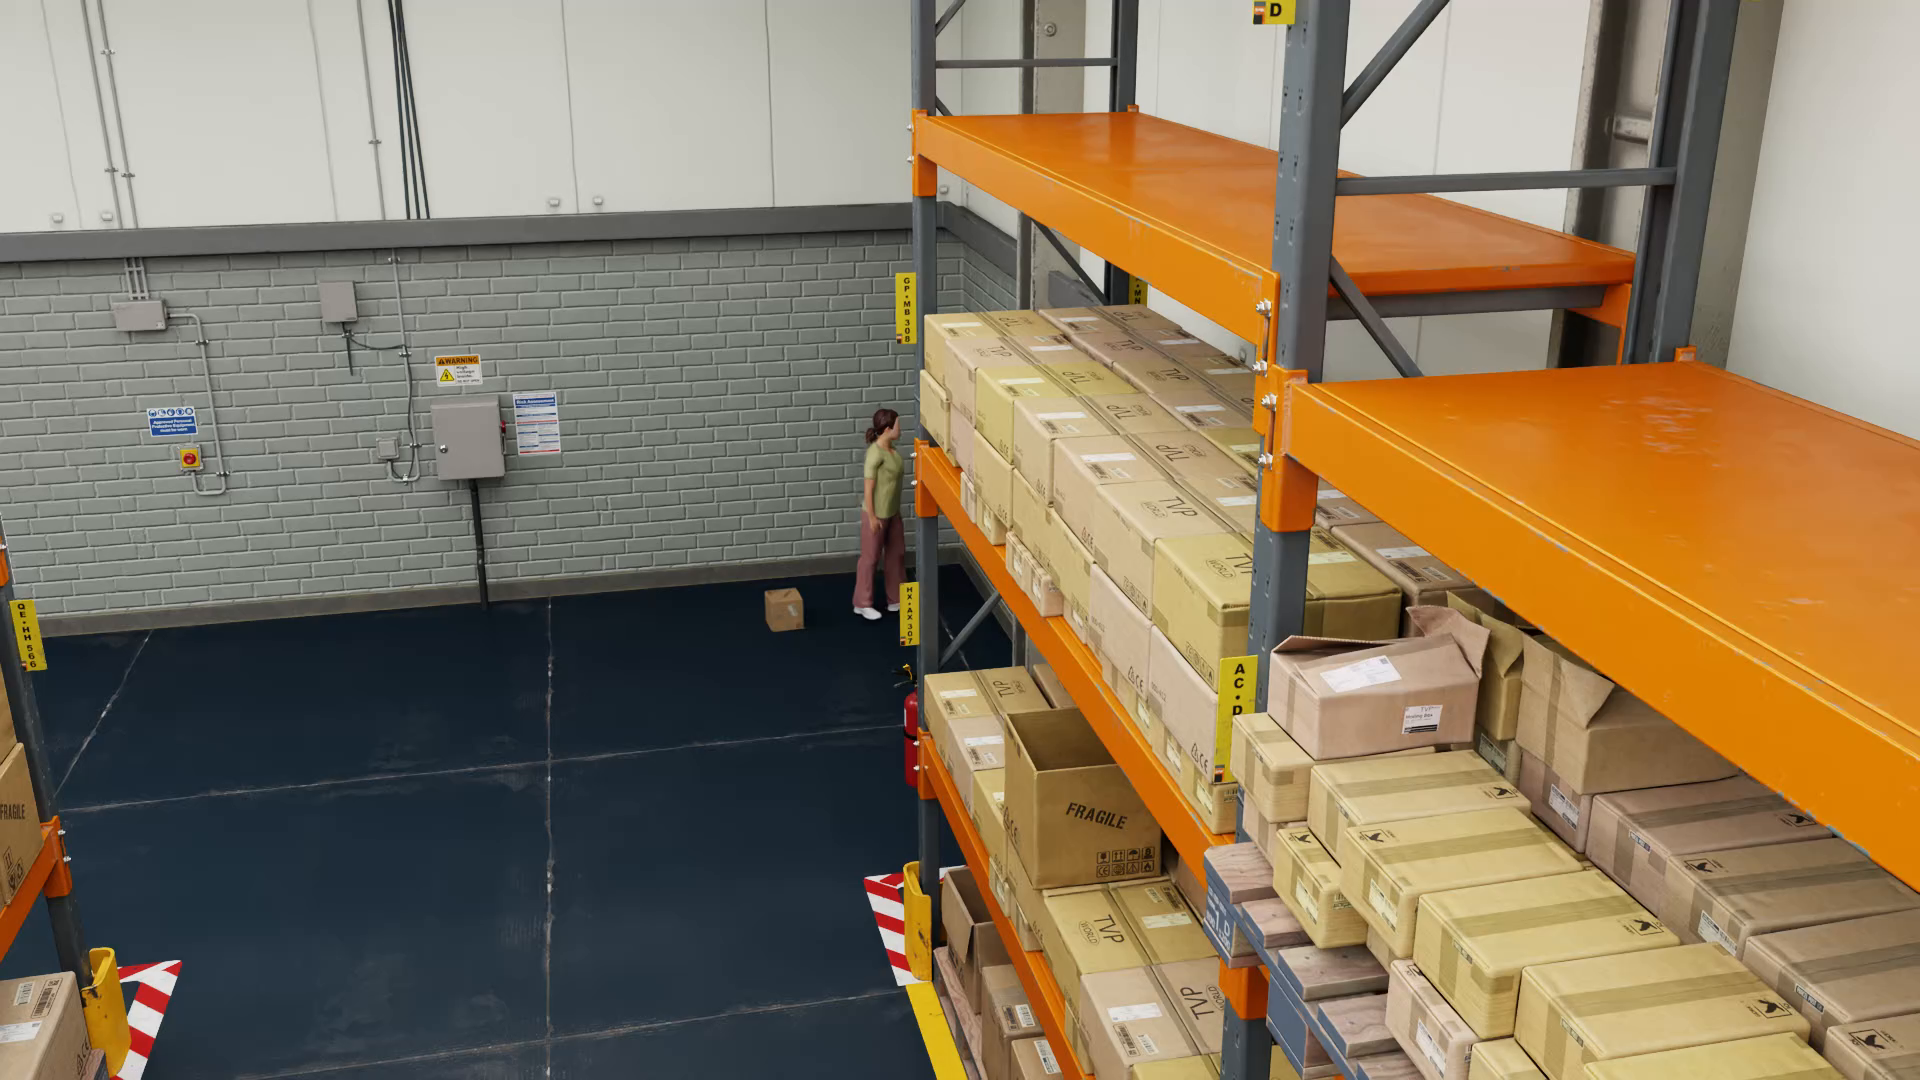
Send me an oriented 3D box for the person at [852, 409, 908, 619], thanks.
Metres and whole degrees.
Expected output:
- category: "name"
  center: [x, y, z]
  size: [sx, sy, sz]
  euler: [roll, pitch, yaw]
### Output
- category: "person"
  center: [-0.583, -0.202, 12.883]
  size: [0.512, 1.671, 0.461]
  euler: [8, 21, 20]
